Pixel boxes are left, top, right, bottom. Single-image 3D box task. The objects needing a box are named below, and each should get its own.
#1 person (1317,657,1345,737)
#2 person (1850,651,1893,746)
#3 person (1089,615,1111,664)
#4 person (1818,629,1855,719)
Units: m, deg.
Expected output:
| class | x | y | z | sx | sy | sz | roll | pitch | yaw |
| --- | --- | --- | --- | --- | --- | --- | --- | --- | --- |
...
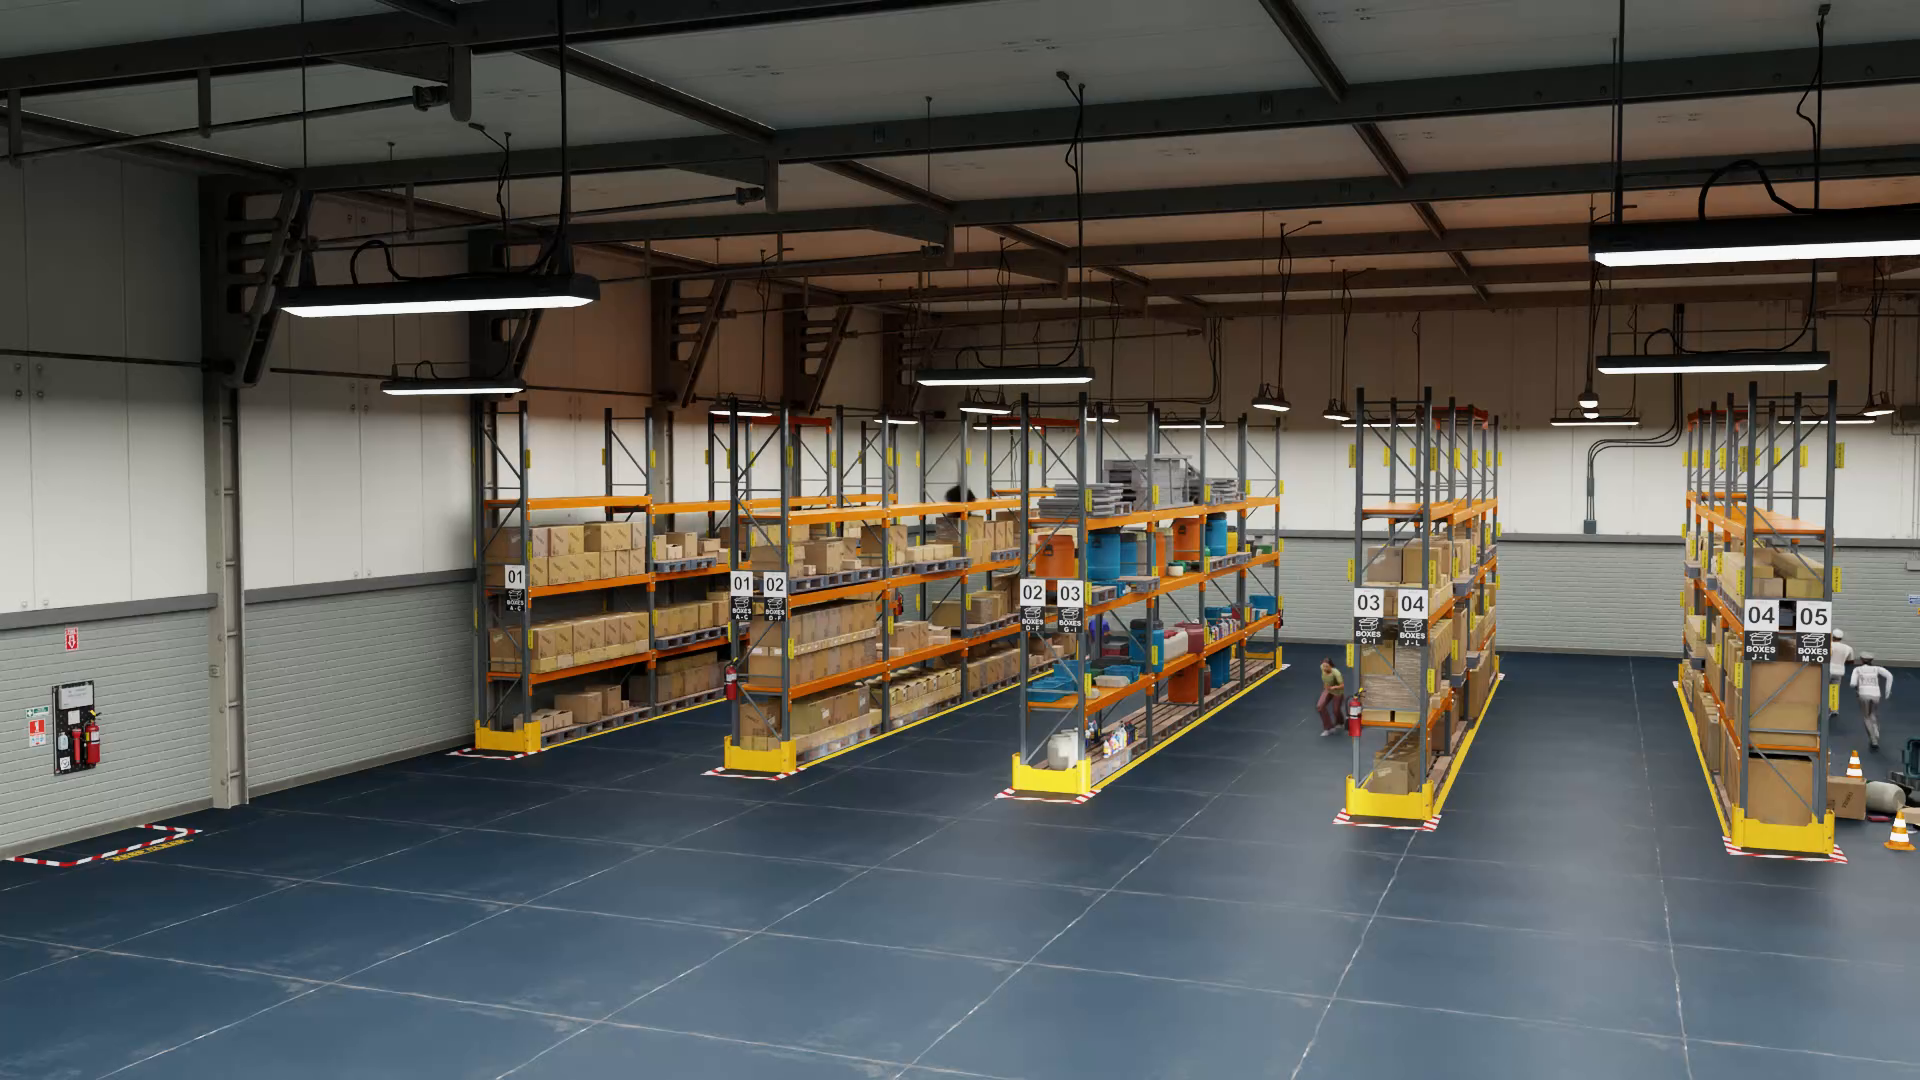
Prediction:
| class | x | y | z | sx | sy | sz | roll | pitch | yaw |
| --- | --- | --- | --- | --- | --- | --- | --- | --- | --- |
| person | 6.823 | 2.824 | 30.218 | 0.570 | 1.470 | 1.089 | 2 | 3 | 37 |
| person | 15.948 | 2.775 | 29.151 | 0.621 | 1.607 | 0.739 | 1 | 3 | 12 |
| person | 3.106 | 2.377 | 37.230 | 0.567 | 1.689 | 0.715 | 1 | 3 | 19 |
| person | 16.776 | 2.582 | 31.859 | 0.711 | 1.756 | 0.926 | 0 | 3 | 7 |
